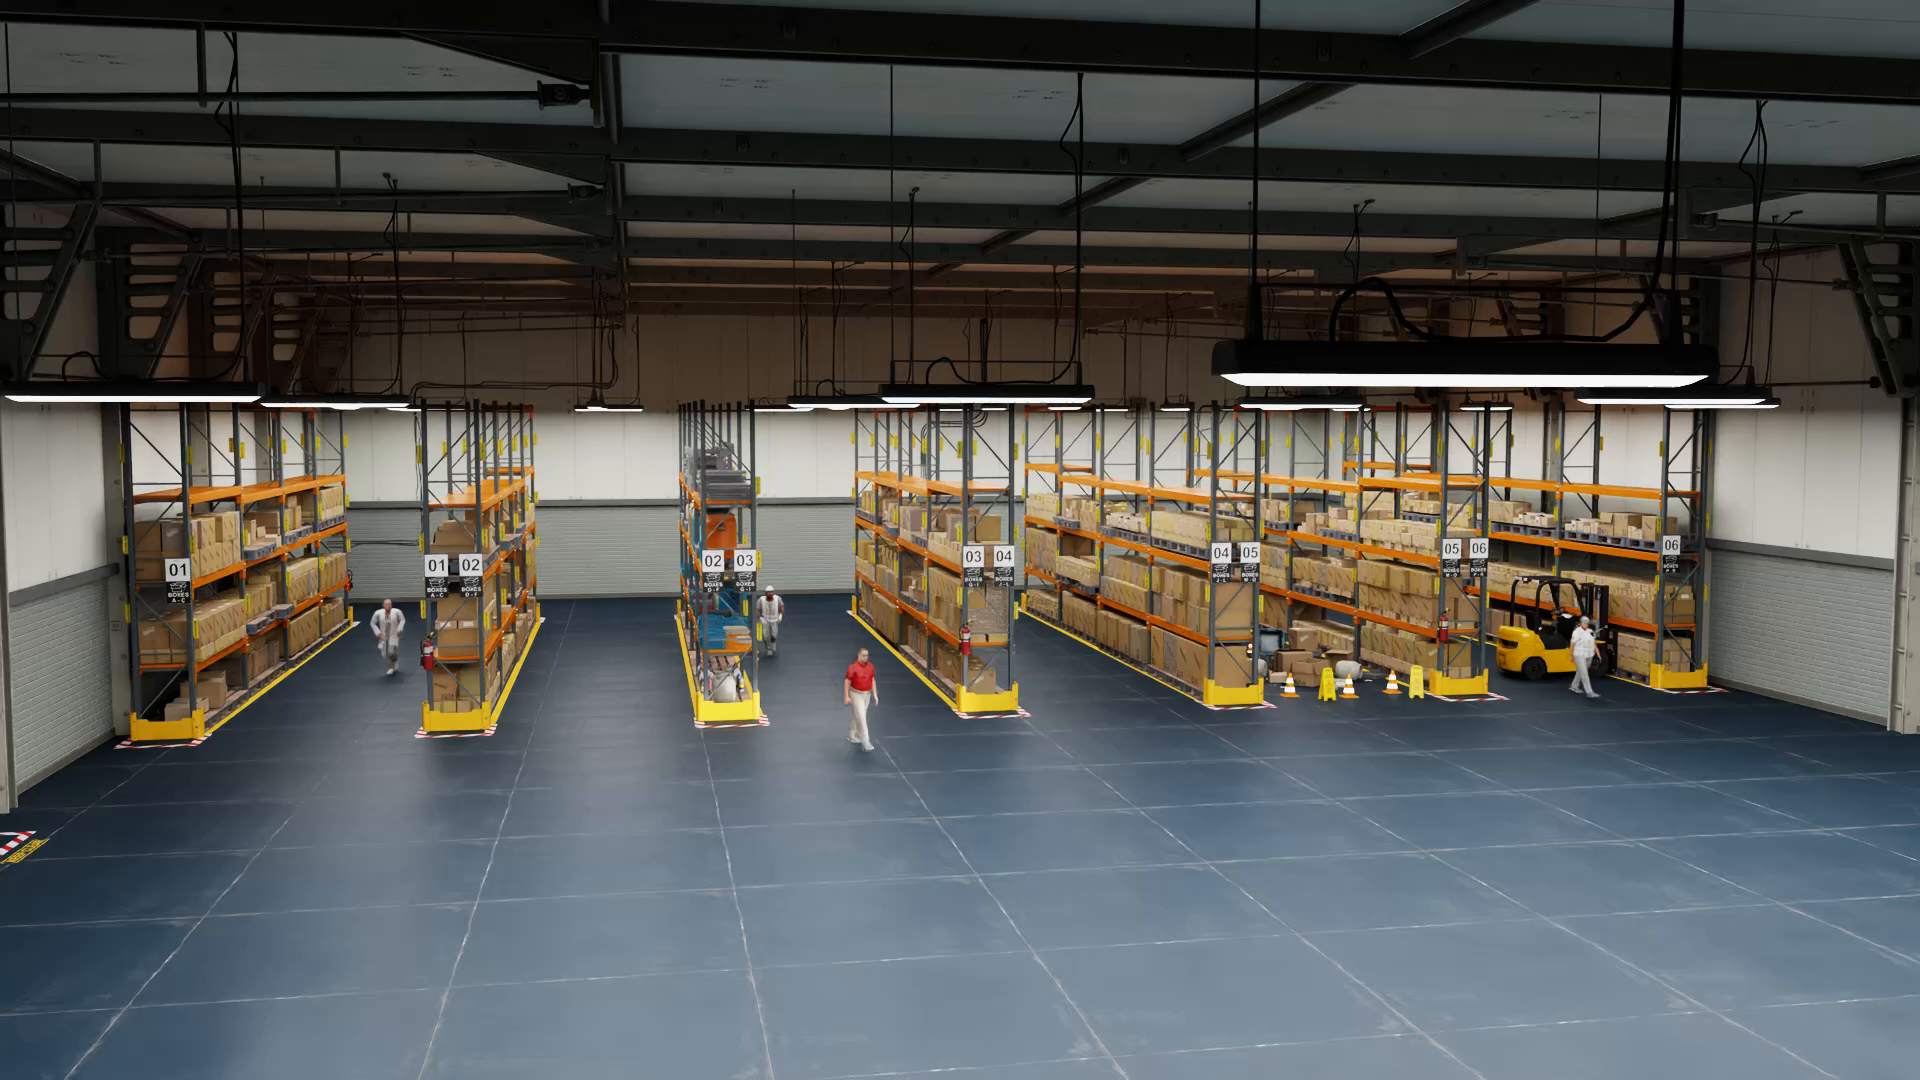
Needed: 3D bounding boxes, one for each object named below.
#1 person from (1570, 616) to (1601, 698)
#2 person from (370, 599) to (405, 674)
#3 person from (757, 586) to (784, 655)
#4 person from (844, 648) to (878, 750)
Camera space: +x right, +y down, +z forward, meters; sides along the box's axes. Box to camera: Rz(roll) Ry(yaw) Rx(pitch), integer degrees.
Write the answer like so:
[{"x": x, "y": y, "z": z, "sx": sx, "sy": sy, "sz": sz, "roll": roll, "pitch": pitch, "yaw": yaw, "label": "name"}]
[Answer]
[{"x": 12.700, "y": 2.352, "z": 33.714, "sx": 0.502, "sy": 1.607, "sz": 0.988, "roll": -1, "pitch": 5, "yaw": -19, "label": "person"}, {"x": -12.603, "y": 2.126, "z": 36.651, "sx": 0.674, "sy": 1.684, "sz": 0.671, "roll": 0, "pitch": 4, "yaw": -3, "label": "person"}, {"x": -4.514, "y": 1.912, "z": 39.424, "sx": 0.690, "sy": 1.684, "sz": 0.643, "roll": 0, "pitch": 4, "yaw": -5, "label": "person"}, {"x": -1.680, "y": 2.697, "z": 28.636, "sx": 0.946, "sy": 1.681, "sz": 0.571, "roll": 4, "pitch": 6, "yaw": 41, "label": "person"}]
